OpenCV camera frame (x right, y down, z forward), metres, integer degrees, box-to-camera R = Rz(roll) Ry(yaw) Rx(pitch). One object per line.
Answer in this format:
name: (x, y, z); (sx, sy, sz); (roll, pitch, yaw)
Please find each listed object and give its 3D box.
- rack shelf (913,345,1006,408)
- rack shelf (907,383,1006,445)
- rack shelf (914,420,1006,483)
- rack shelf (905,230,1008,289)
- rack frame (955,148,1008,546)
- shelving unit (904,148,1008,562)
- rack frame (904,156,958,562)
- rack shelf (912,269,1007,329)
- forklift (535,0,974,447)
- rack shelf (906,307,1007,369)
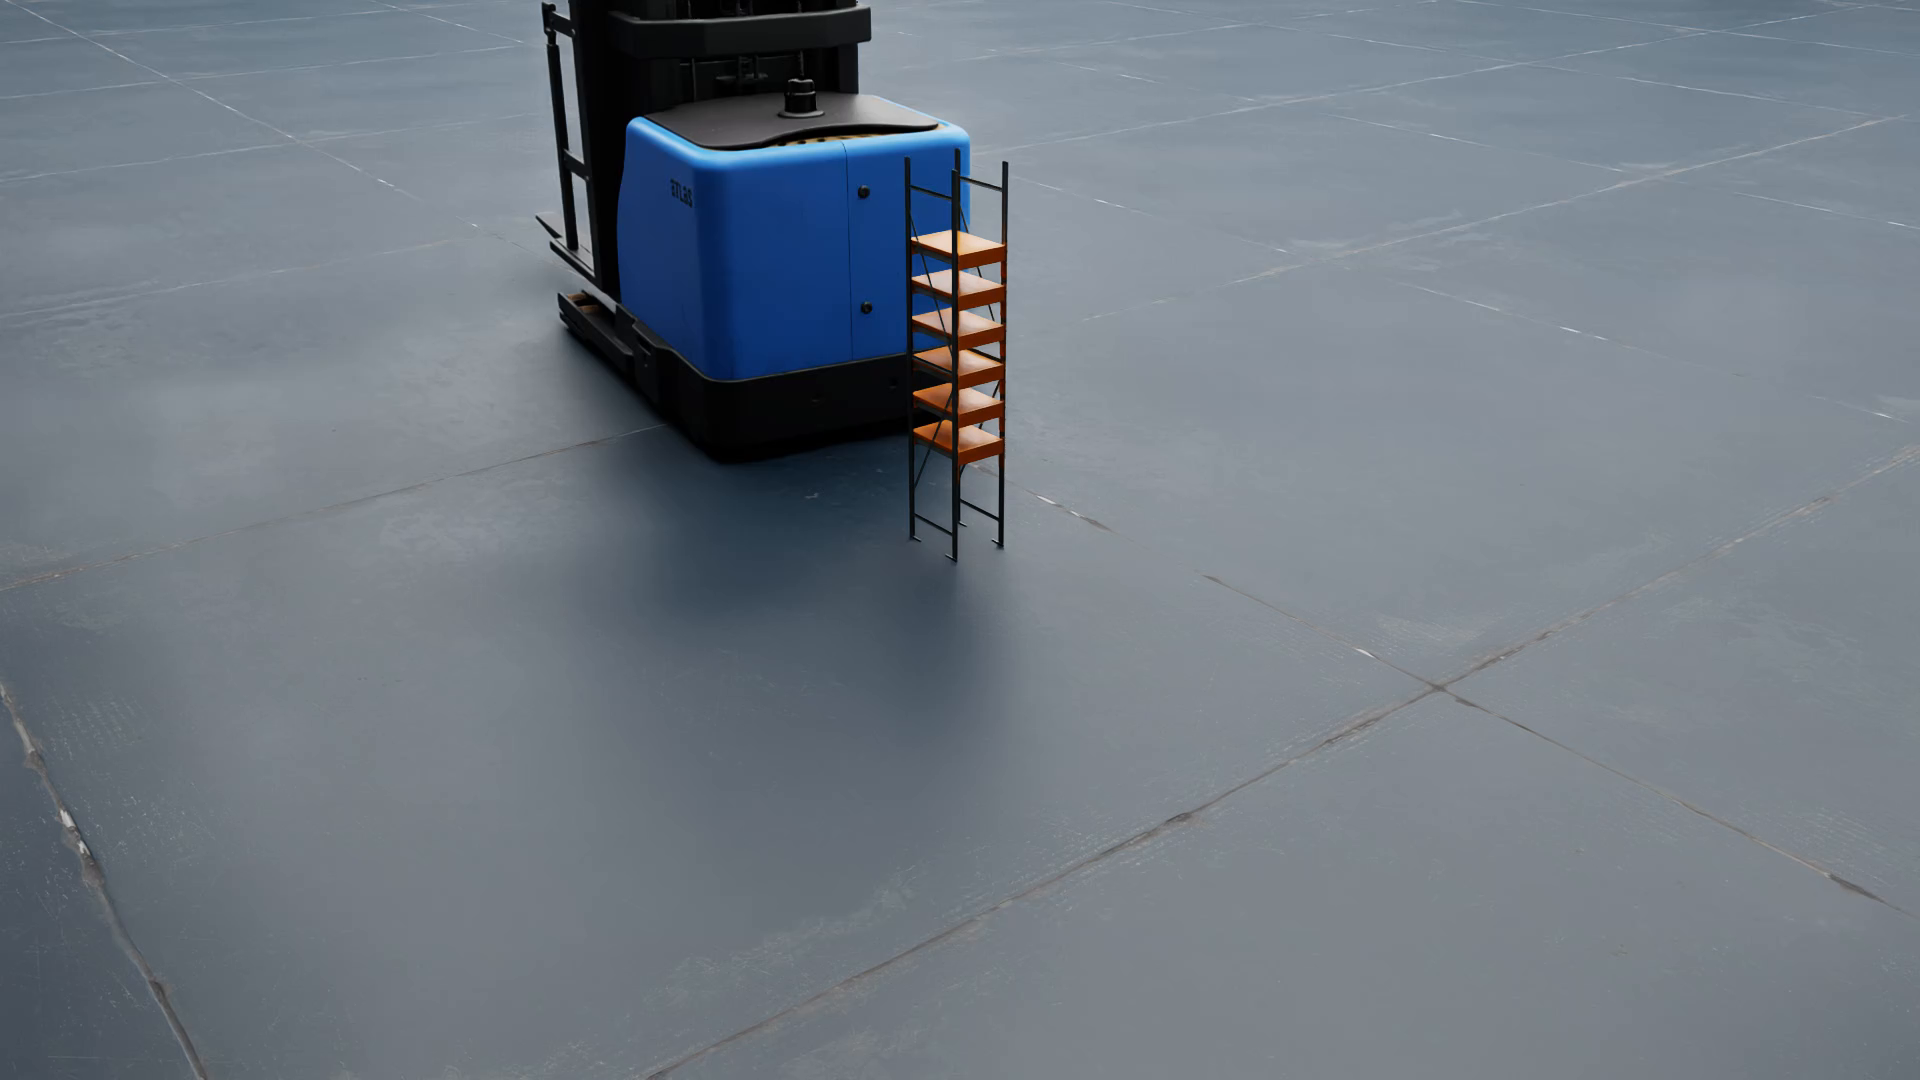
rack shelf: (-0.011, -0.500, 5.008); (0.180, 0.103, 0.258); (-18, 31, -34)
rack shelf: (-0.011, -0.391, 5.059); (0.180, 0.103, 0.258); (-18, 31, -34)
rack shelf: (-0.011, -0.282, 5.109); (0.180, 0.103, 0.258); (-18, 31, -34)
rack shelf: (-0.011, -0.827, 4.856); (0.180, 0.103, 0.258); (-18, 31, -34)
rack frame: (0.061, -0.564, 5.041); (0.006, 1.200, 0.240); (-18, 31, -34)
shelving unit: (-0.011, -0.540, 4.989); (0.189, 1.200, 0.258); (-18, 31, -34)
rack frame: (-0.083, -0.517, 4.938); (0.006, 1.200, 0.240); (-18, 31, -34)
rack shelf: (-0.011, -0.718, 4.907); (0.180, 0.103, 0.258); (-18, 31, -34)
forklift: (-1.082, -2.238, 6.591); (1.130, 2.935, 3.031); (-13, 28, -25)
rack shelf: (-0.011, -0.609, 4.957); (0.180, 0.103, 0.258); (-18, 31, -34)
